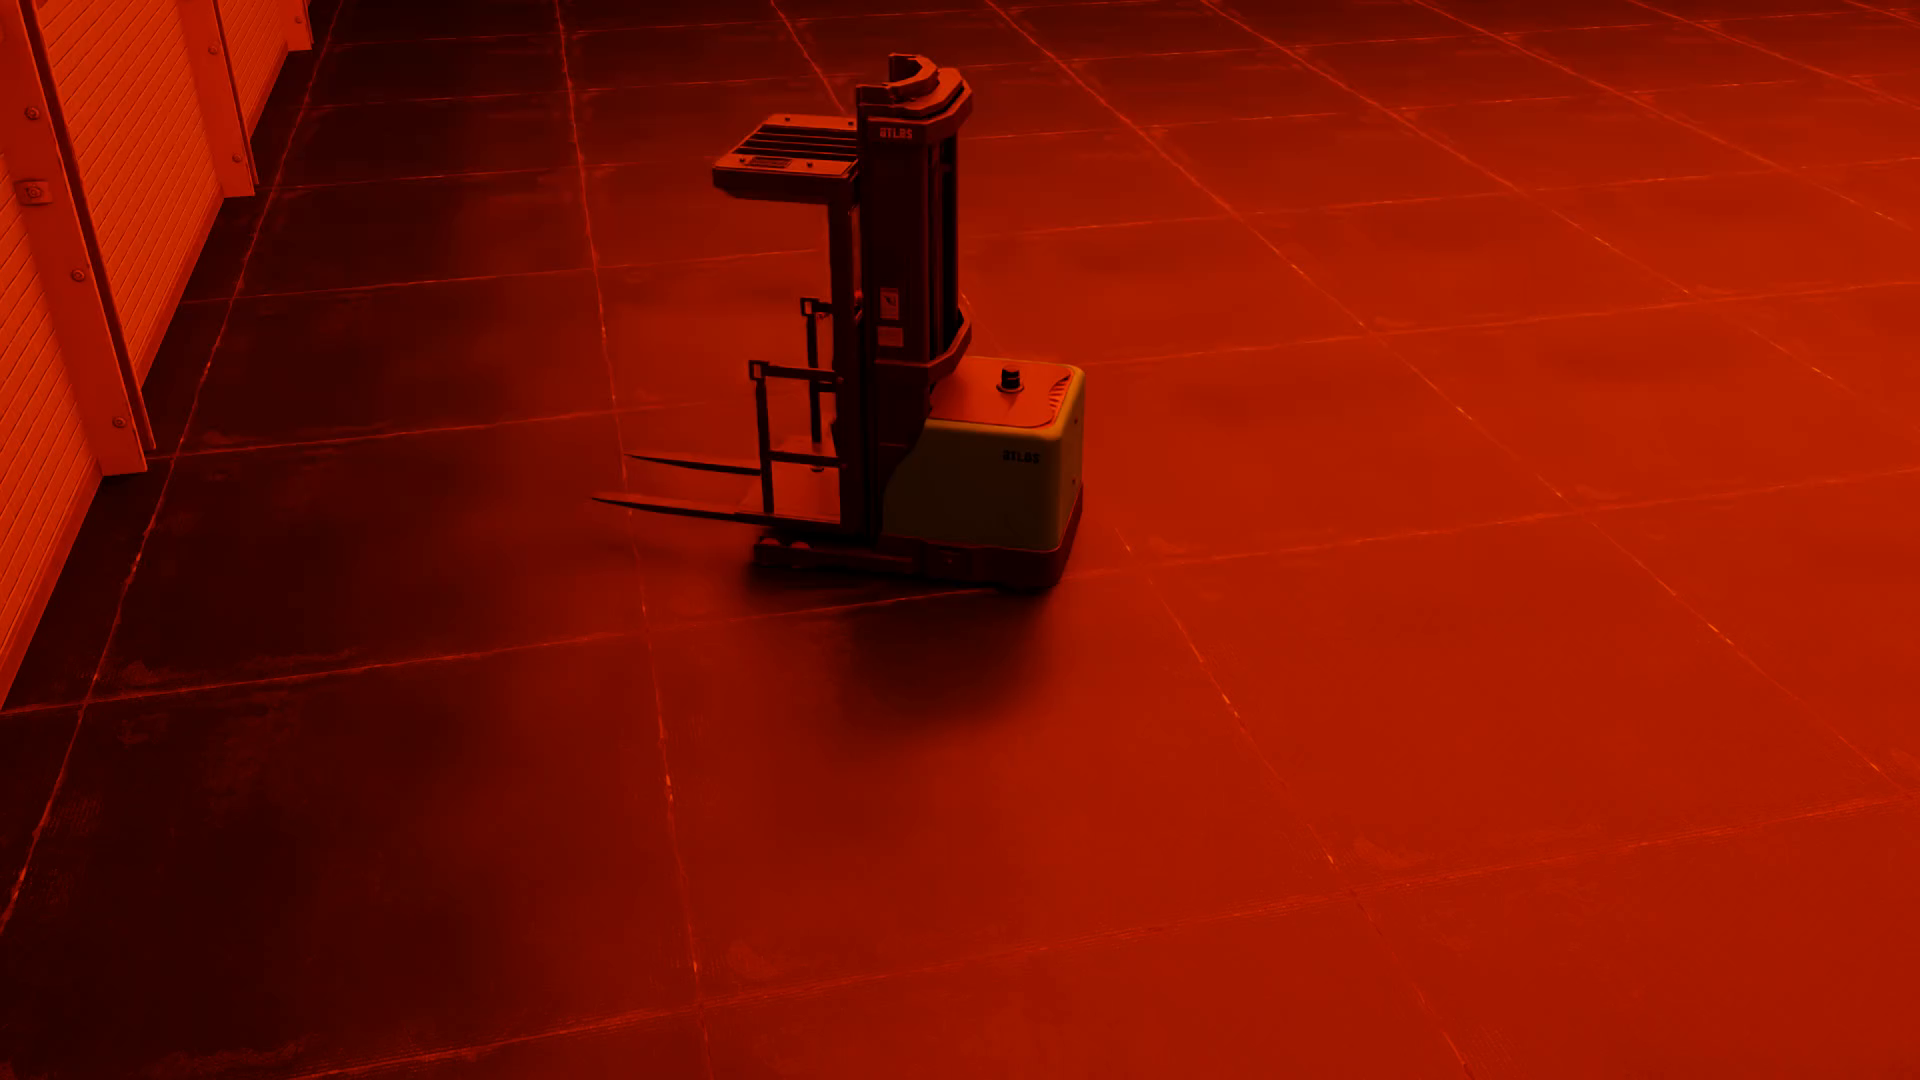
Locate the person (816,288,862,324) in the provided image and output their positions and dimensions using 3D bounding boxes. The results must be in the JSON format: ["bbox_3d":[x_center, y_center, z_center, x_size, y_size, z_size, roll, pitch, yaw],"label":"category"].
[{"bbox_3d":[-0.537,-1.321,11.462,1.189,1.350,0.725,-25,38,-36],"label":"person"}]

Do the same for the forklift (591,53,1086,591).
[{"bbox_3d":[-0.789,-1.340,9.890,3.031,2.935,1.130,6,31,11],"label":"forklift"}]
